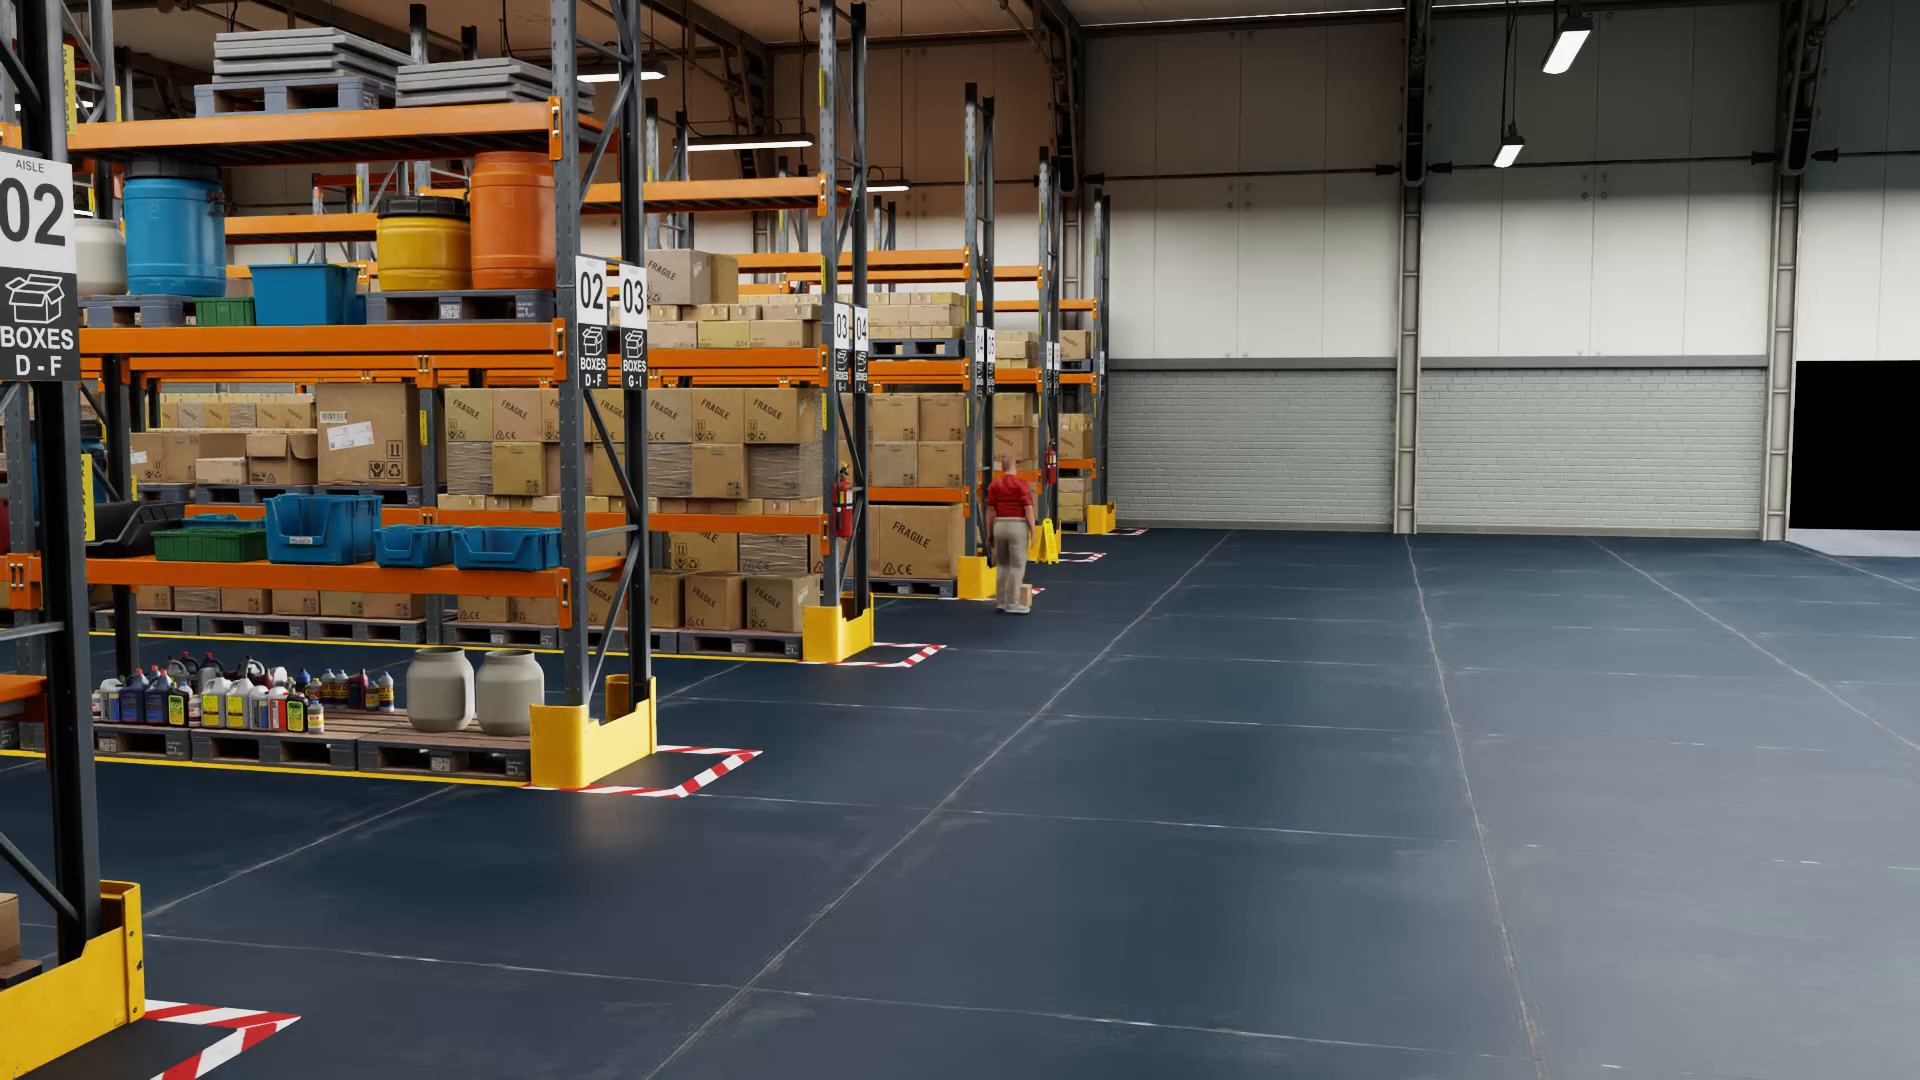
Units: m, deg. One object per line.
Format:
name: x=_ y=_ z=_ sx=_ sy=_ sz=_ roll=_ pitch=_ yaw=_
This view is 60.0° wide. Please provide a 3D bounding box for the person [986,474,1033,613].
person: x=0.599 y=0.062 z=18.318 sx=0.533 sy=1.588 sz=0.474 roll=3 pitch=6 yaw=31
